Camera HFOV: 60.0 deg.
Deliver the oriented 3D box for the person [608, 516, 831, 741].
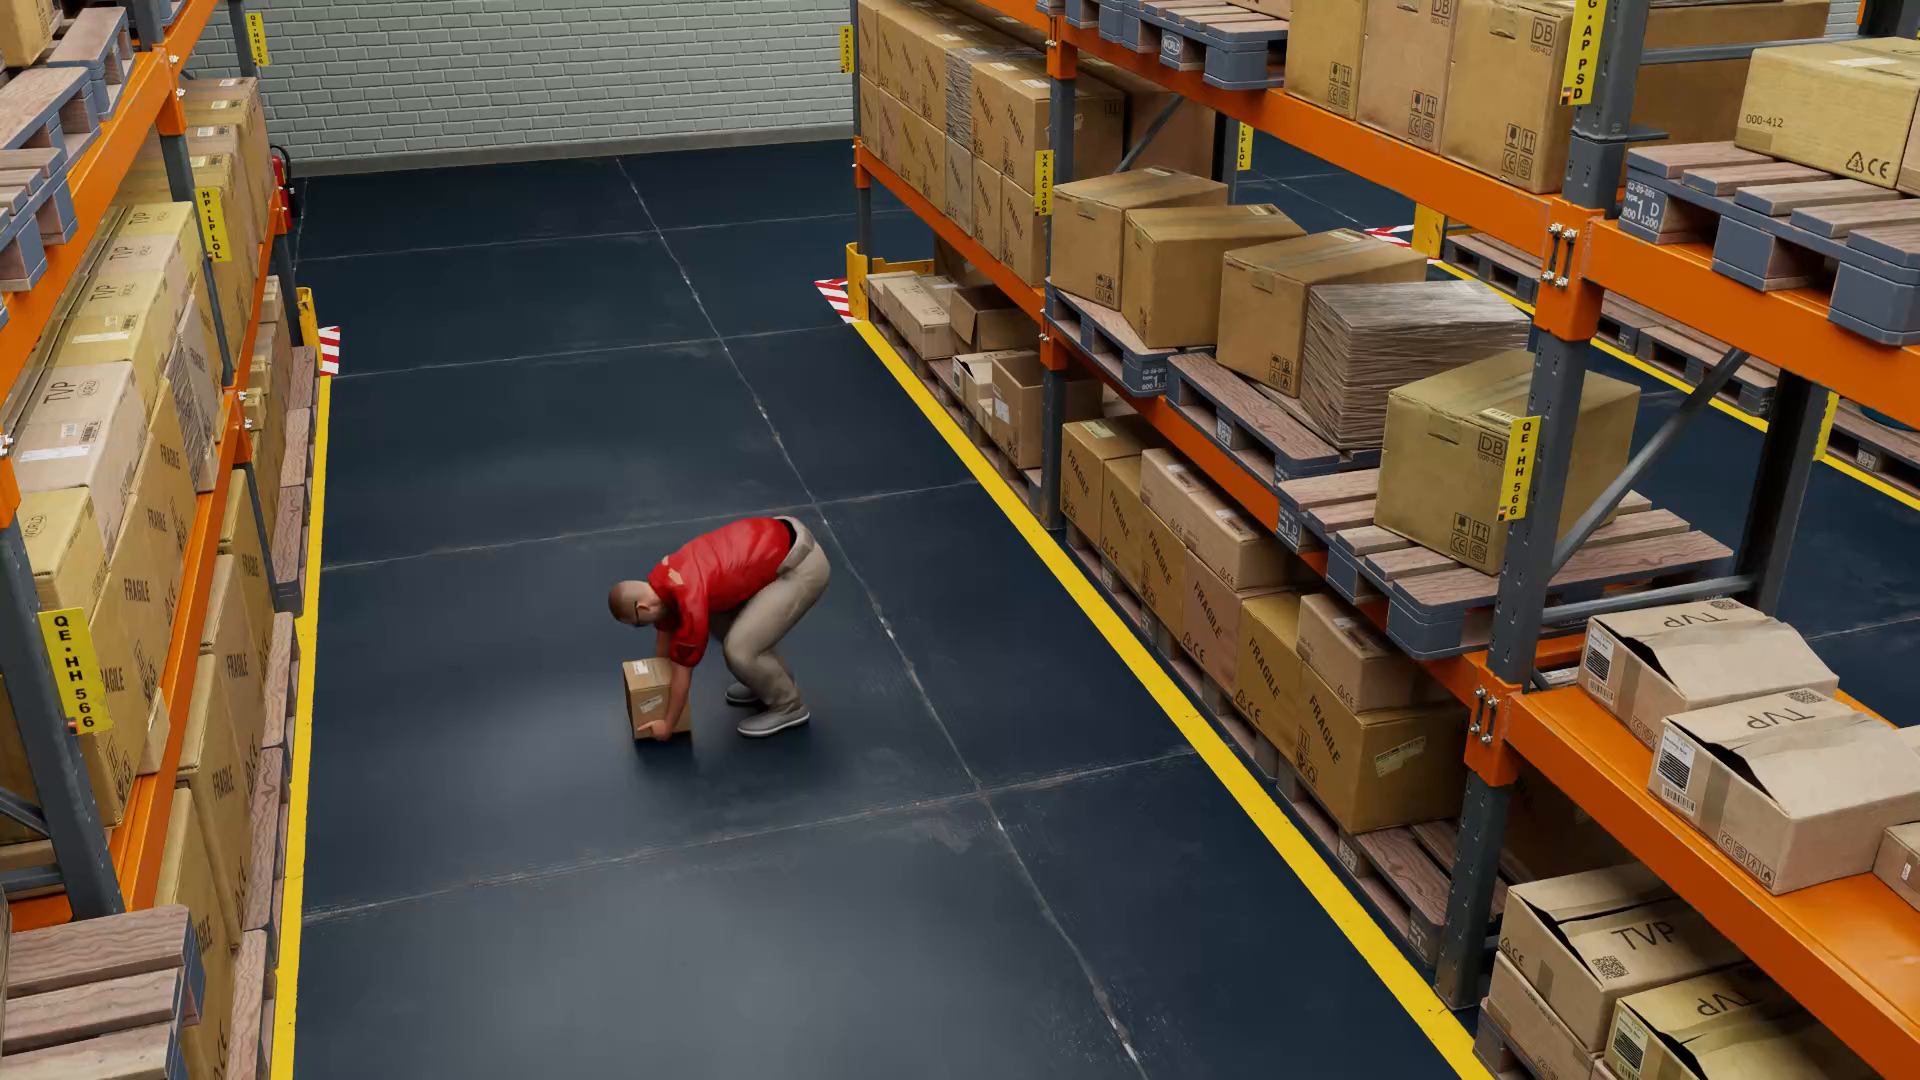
[{"bbox_3d":[-1.036,0.387,7.260,0.956,0.921,0.540,-9,28,-19],"label":"person"}]
